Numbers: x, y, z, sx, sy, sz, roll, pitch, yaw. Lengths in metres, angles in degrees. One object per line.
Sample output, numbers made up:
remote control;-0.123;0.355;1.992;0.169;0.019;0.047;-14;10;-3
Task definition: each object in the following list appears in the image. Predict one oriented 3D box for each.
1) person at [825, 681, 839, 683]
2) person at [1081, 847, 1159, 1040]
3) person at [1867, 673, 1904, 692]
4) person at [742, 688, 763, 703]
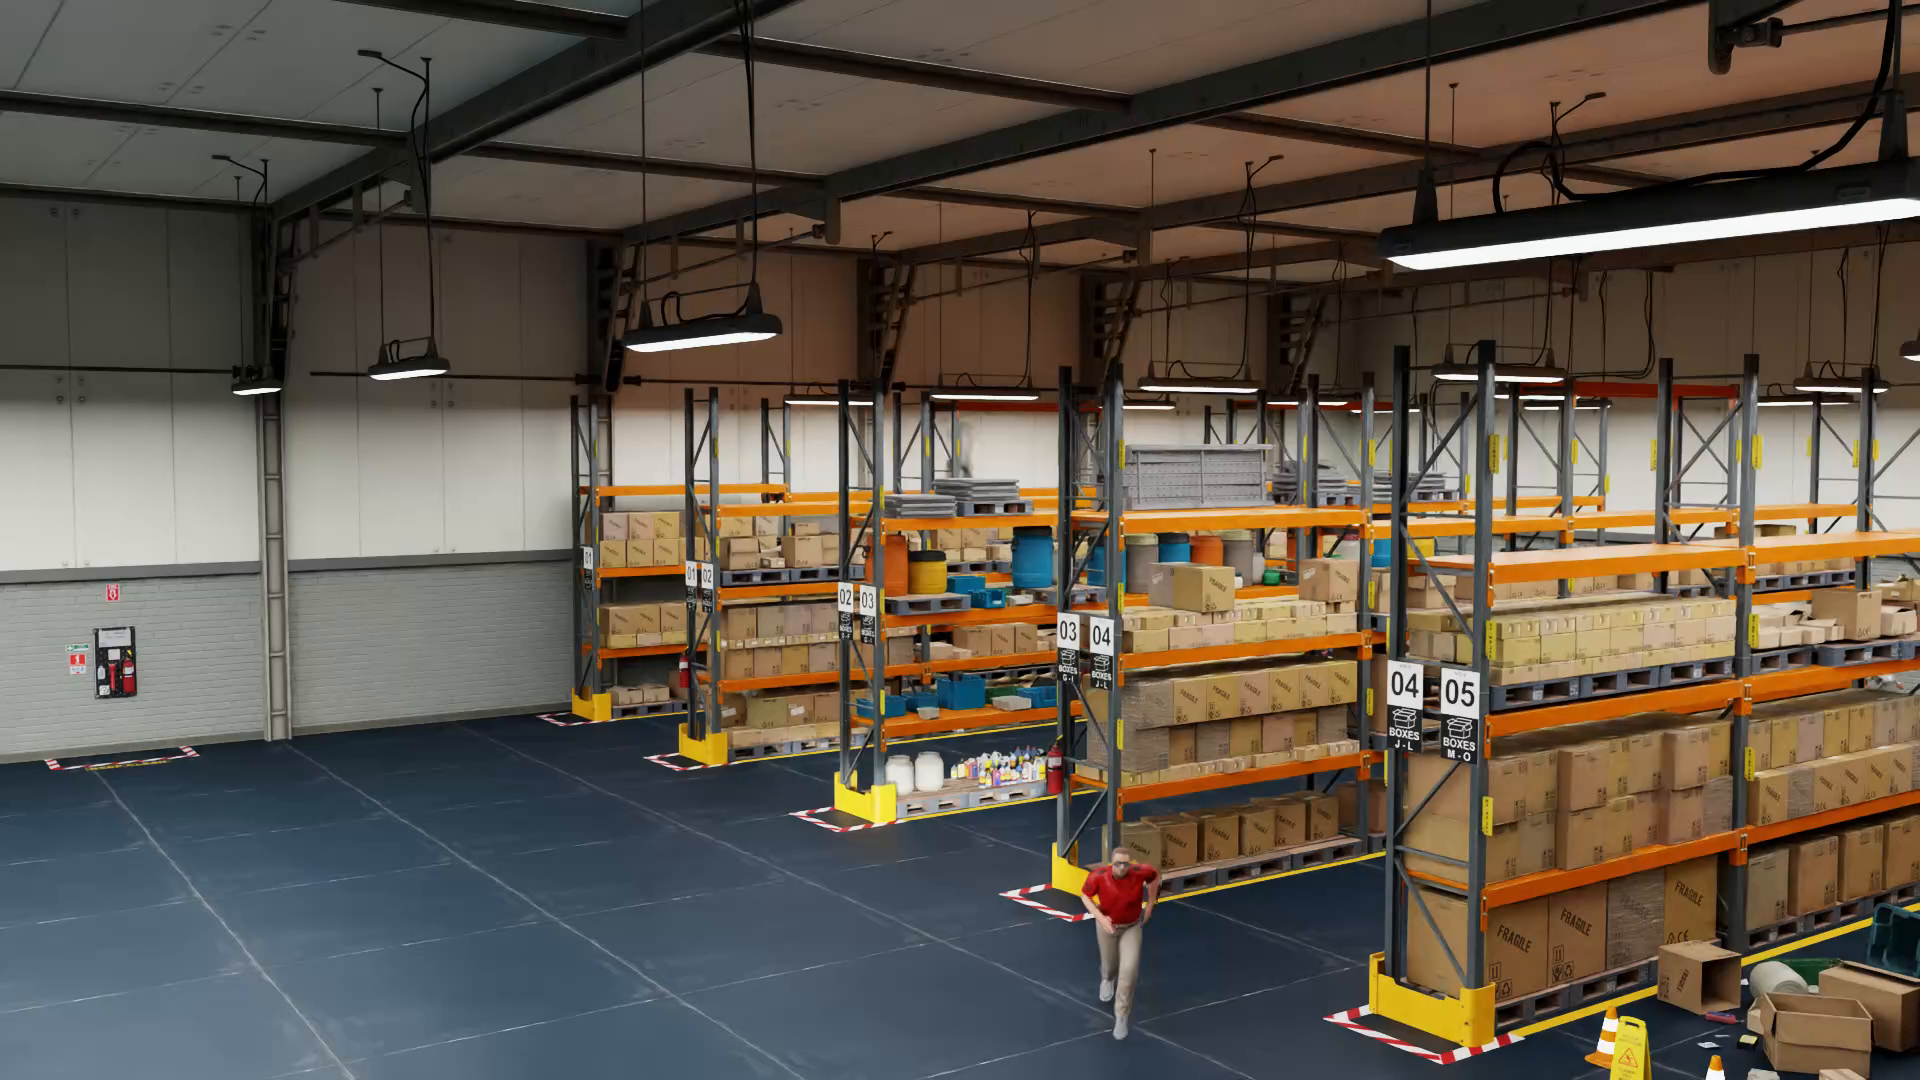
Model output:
person;-2.385;2.627;30.025;0.935;1.503;0.619;-2;4;-30
person;1.408;3.476;14.802;0.702;1.693;1.021;0;3;-2
person;15.570;2.701;27.988;0.535;1.570;0.630;-1;4;-19
person;-3.777;2.494;30.364;0.649;1.688;0.718;2;4;34
